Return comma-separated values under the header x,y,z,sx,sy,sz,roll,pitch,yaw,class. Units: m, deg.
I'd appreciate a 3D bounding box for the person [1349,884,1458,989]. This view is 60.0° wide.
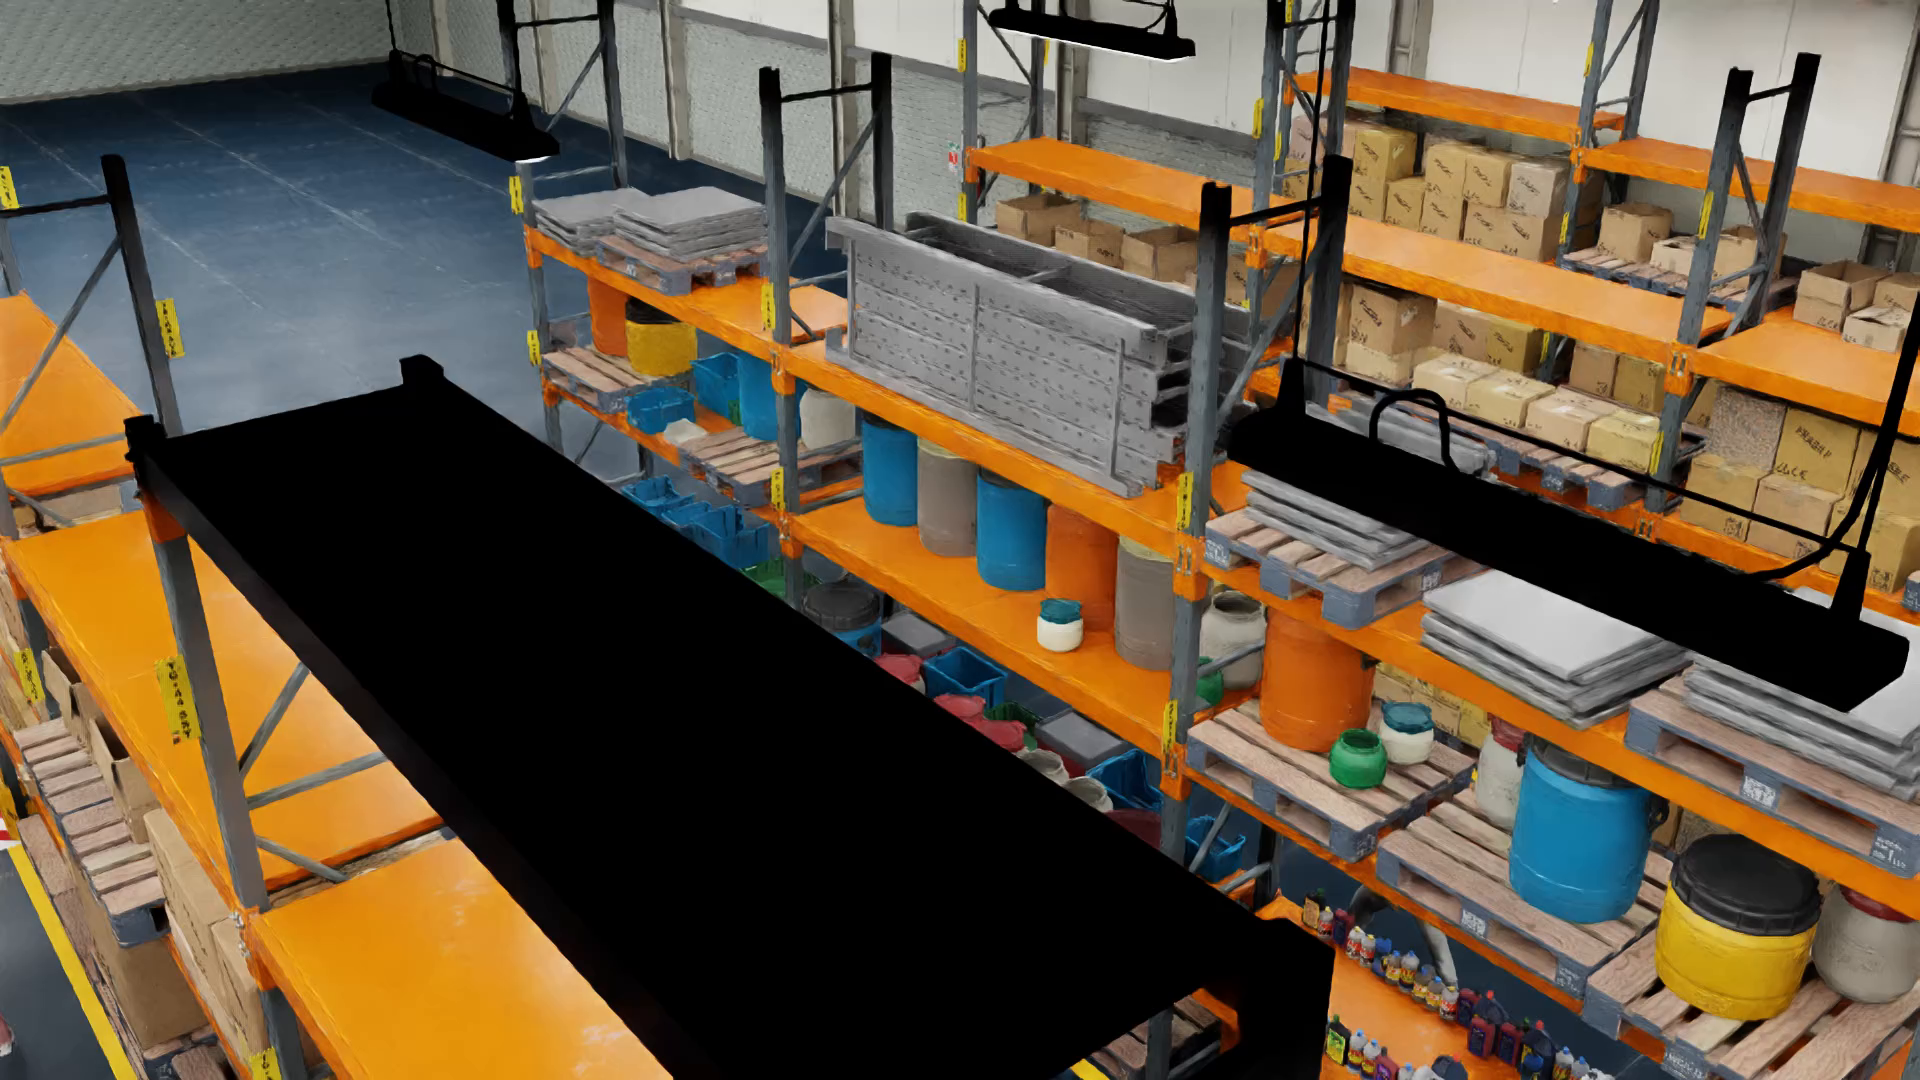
x,y,z,sx,sy,sz,roll,pitch,yaw,class
3.082,2.311,11.653,0.497,1.583,1.090,-18,31,-32,person

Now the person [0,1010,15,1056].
x,y,z,sx,sy,sz,roll,pitch,yaw,class
-6.616,2.726,10.802,0.598,1.619,0.507,-21,33,-36,person
